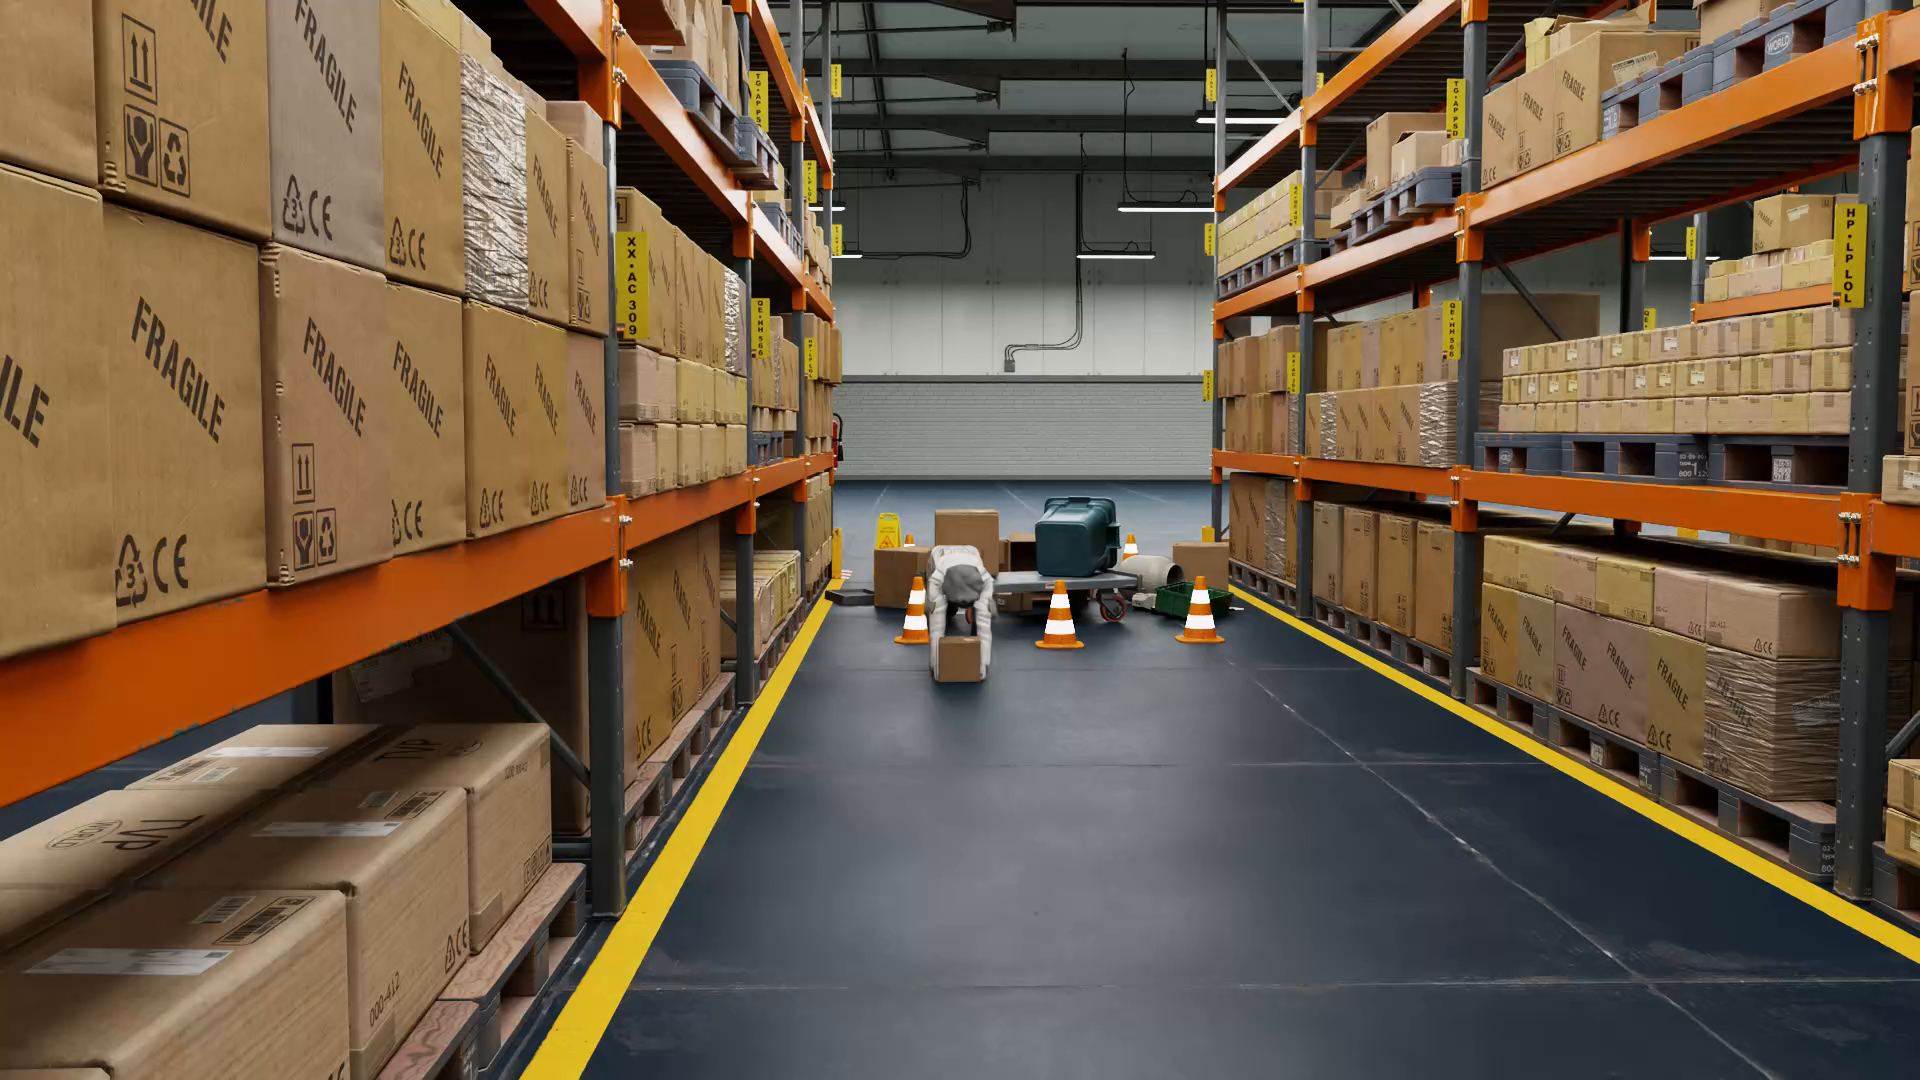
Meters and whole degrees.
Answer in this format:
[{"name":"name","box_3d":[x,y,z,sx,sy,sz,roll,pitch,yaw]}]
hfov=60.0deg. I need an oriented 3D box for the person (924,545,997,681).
[{"name":"person","box_3d":[0.002,0.450,10.452,0.460,0.812,0.902,0,4,-3]}]
